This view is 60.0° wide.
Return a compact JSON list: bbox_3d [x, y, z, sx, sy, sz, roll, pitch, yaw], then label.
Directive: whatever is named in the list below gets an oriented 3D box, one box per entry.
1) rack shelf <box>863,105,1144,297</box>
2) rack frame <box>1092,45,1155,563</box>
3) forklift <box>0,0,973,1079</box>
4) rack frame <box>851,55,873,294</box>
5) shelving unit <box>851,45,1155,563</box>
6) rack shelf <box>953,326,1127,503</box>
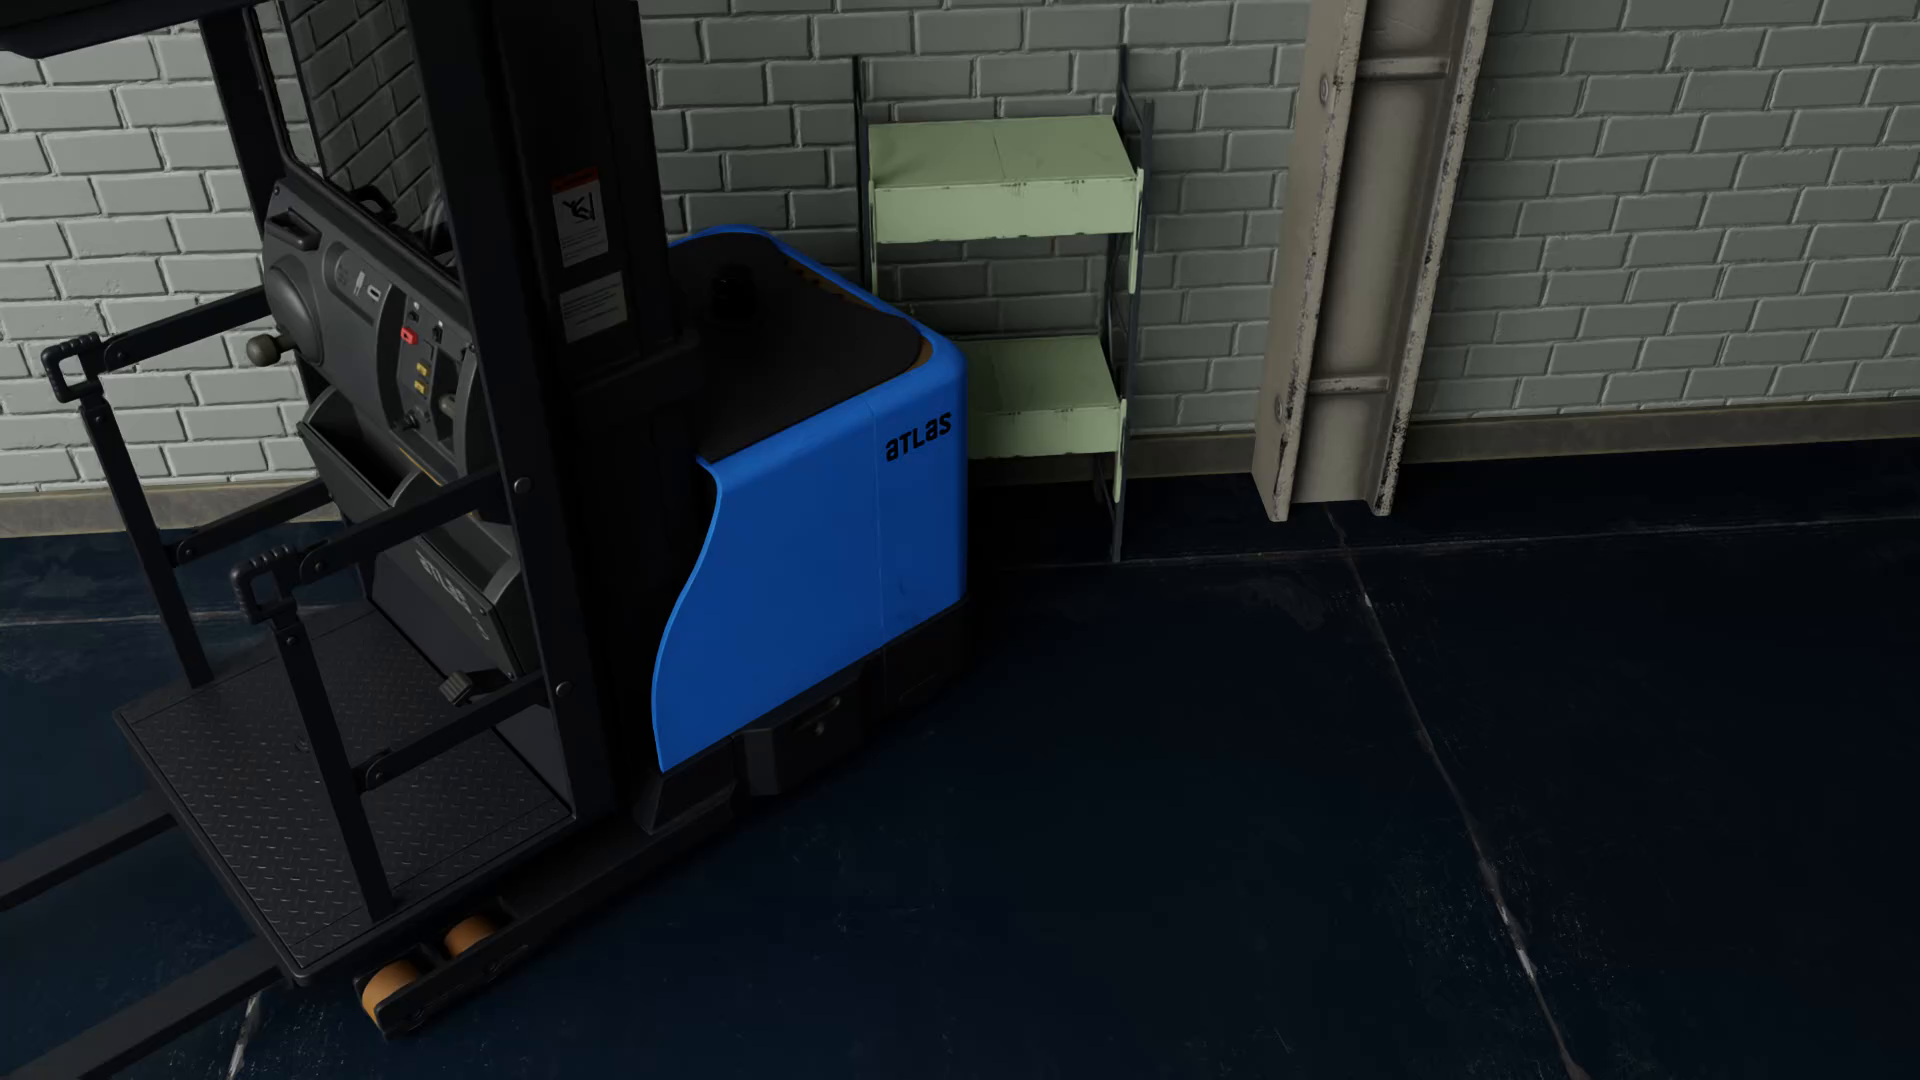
[{"bbox_3d":[0.102,-0.926,4.582,0.720,0.370,0.431,-4,38,-4],"label":"rack shelf"},{"bbox_3d":[0.466,-0.641,4.852,0.023,1.500,0.400,-4,38,-4],"label":"rack frame"},{"bbox_3d":[-1.398,-0.390,3.378,3.031,2.935,1.130,-29,47,-32],"label":"forklift"},{"bbox_3d":[-0.262,-0.596,4.795,0.023,1.500,0.400,-4,38,-4],"label":"rack frame"},{"bbox_3d":[0.102,-0.619,4.823,0.755,1.500,0.431,-4,38,-4],"label":"shelving unit"},{"bbox_3d":[0.102,-0.363,5.025,0.720,0.370,0.431,-4,38,-4],"label":"rack shelf"}]
